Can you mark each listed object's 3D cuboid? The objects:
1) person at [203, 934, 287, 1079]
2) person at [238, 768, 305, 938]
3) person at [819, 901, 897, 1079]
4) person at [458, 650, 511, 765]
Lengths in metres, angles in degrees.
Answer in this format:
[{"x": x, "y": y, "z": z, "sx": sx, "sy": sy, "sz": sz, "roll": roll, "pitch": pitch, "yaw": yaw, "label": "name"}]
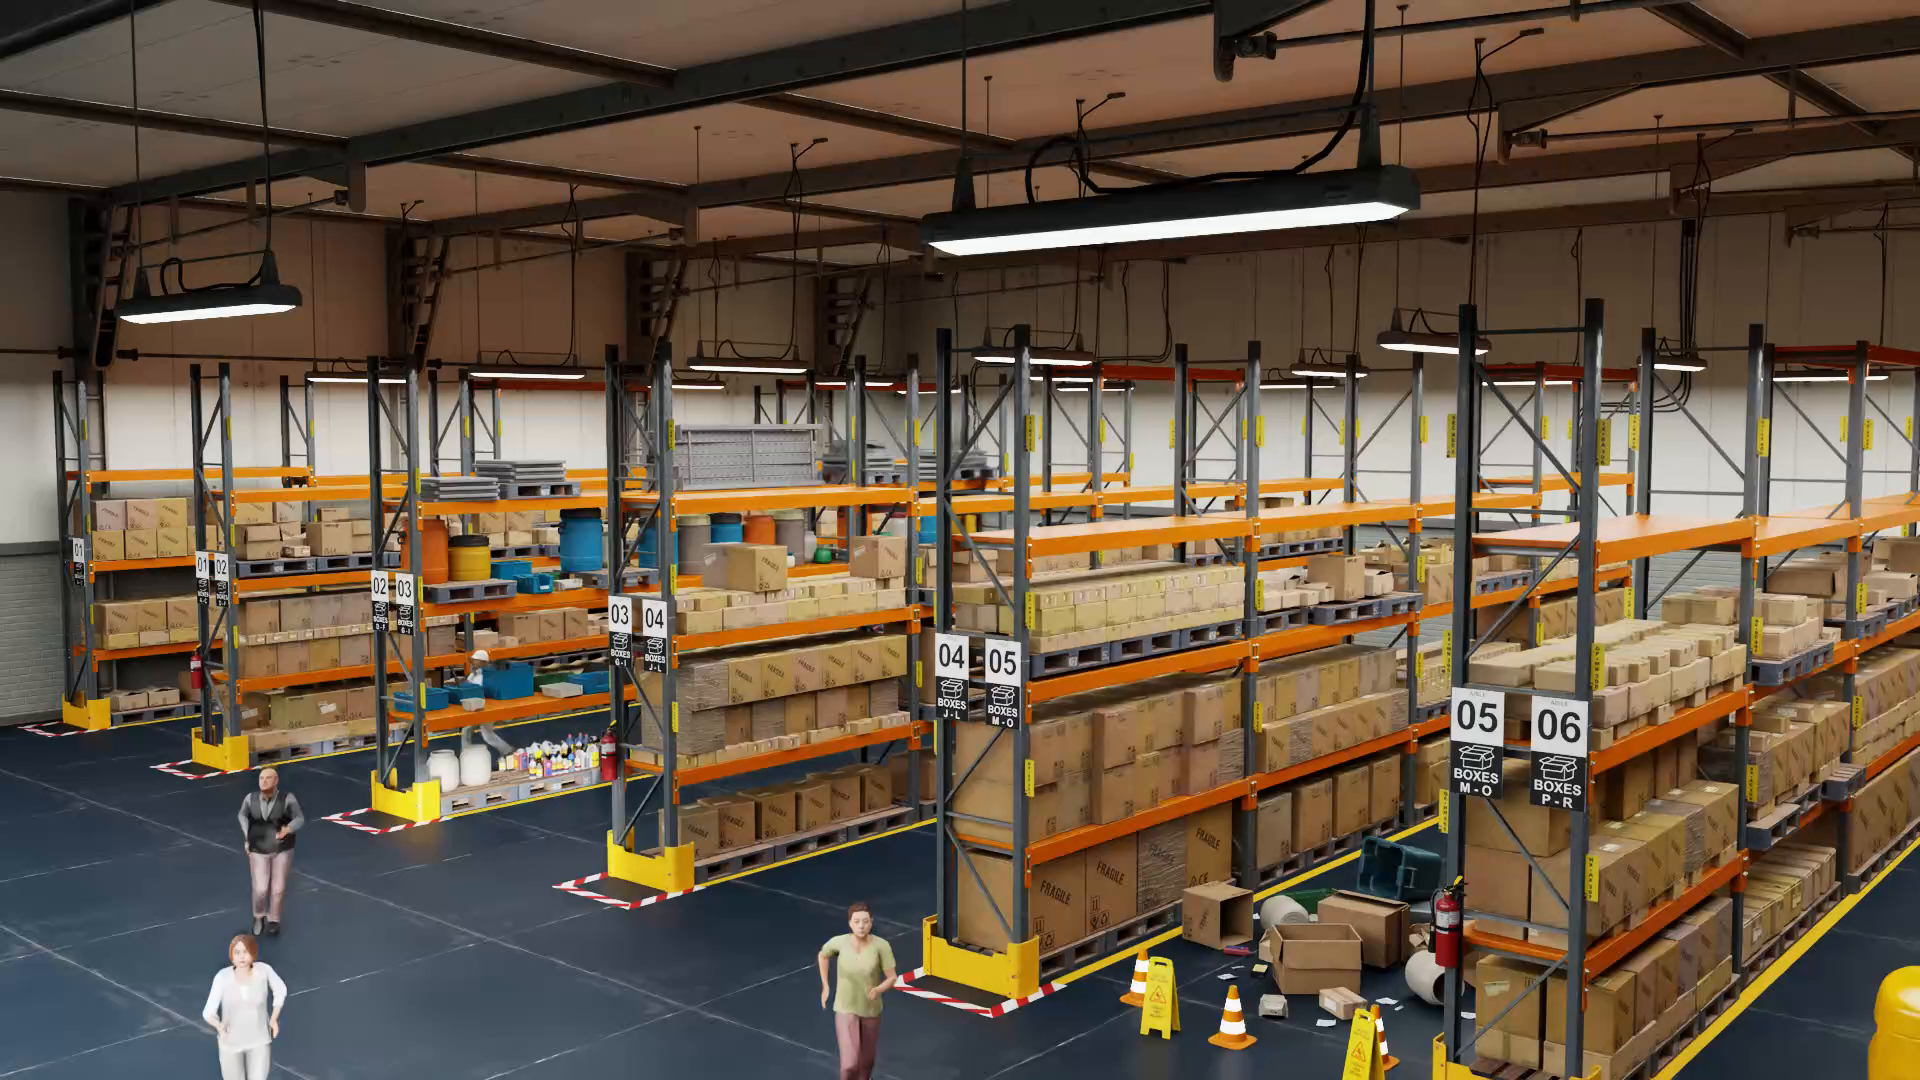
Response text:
[{"x": -4.993, "y": 3.542, "z": 11.634, "sx": 0.538, "sy": 1.568, "sz": 0.839, "roll": -2, "pitch": 4, "yaw": -21, "label": "person"}, {"x": -6.854, "y": 3.118, "z": 16.549, "sx": 0.636, "sy": 1.702, "sz": 0.660, "roll": -1, "pitch": 4, "yaw": -18, "label": "person"}, {"x": -0.735, "y": 3.459, "z": 12.101, "sx": 0.544, "sy": 1.688, "sz": 0.773, "roll": -1, "pitch": 4, "yaw": -10, "label": "person"}, {"x": -7.057, "y": 2.494, "z": 24.415, "sx": 0.654, "sy": 1.763, "sz": 0.966, "roll": 3, "pitch": 5, "yaw": 38, "label": "person"}]
